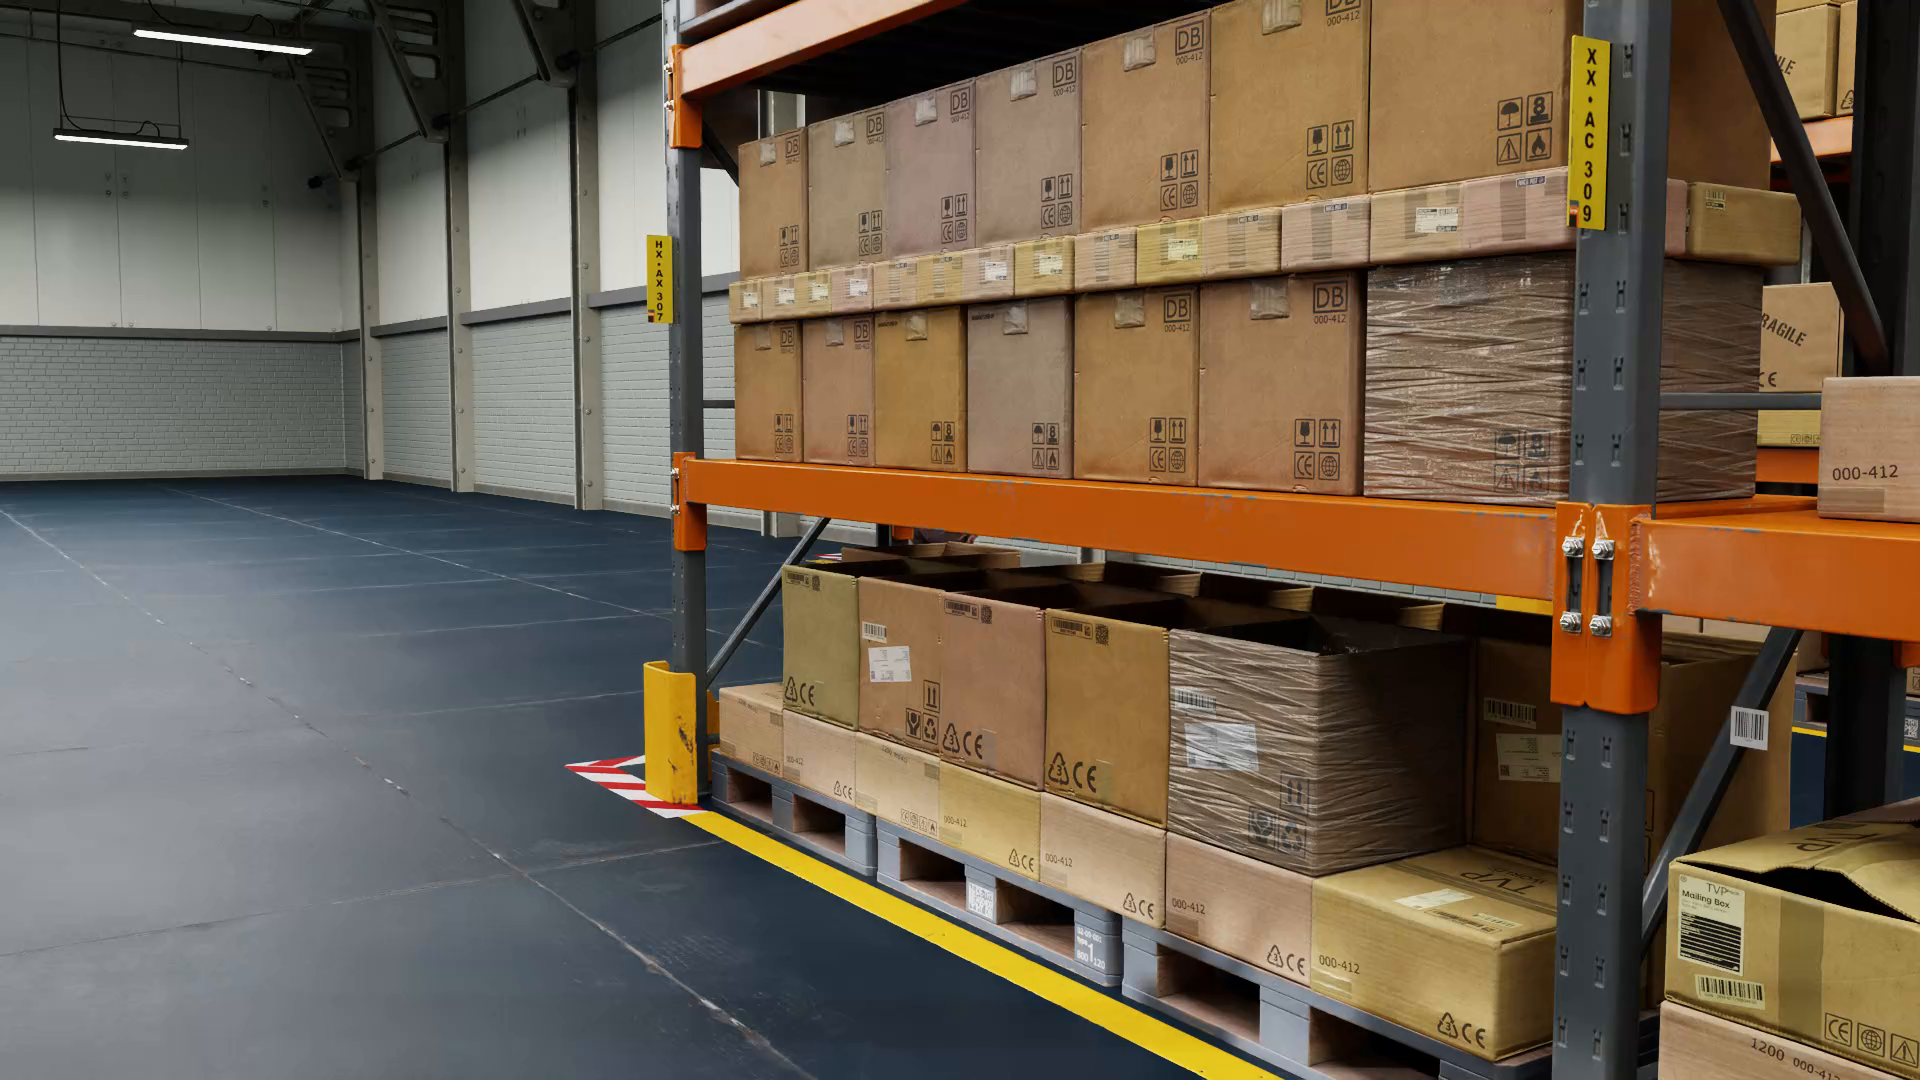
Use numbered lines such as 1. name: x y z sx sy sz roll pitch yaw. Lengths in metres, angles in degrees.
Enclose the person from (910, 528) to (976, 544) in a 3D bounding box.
1. person: -0.118 -0.114 9.382 0.421 1.720 0.580 -3 6 -34
